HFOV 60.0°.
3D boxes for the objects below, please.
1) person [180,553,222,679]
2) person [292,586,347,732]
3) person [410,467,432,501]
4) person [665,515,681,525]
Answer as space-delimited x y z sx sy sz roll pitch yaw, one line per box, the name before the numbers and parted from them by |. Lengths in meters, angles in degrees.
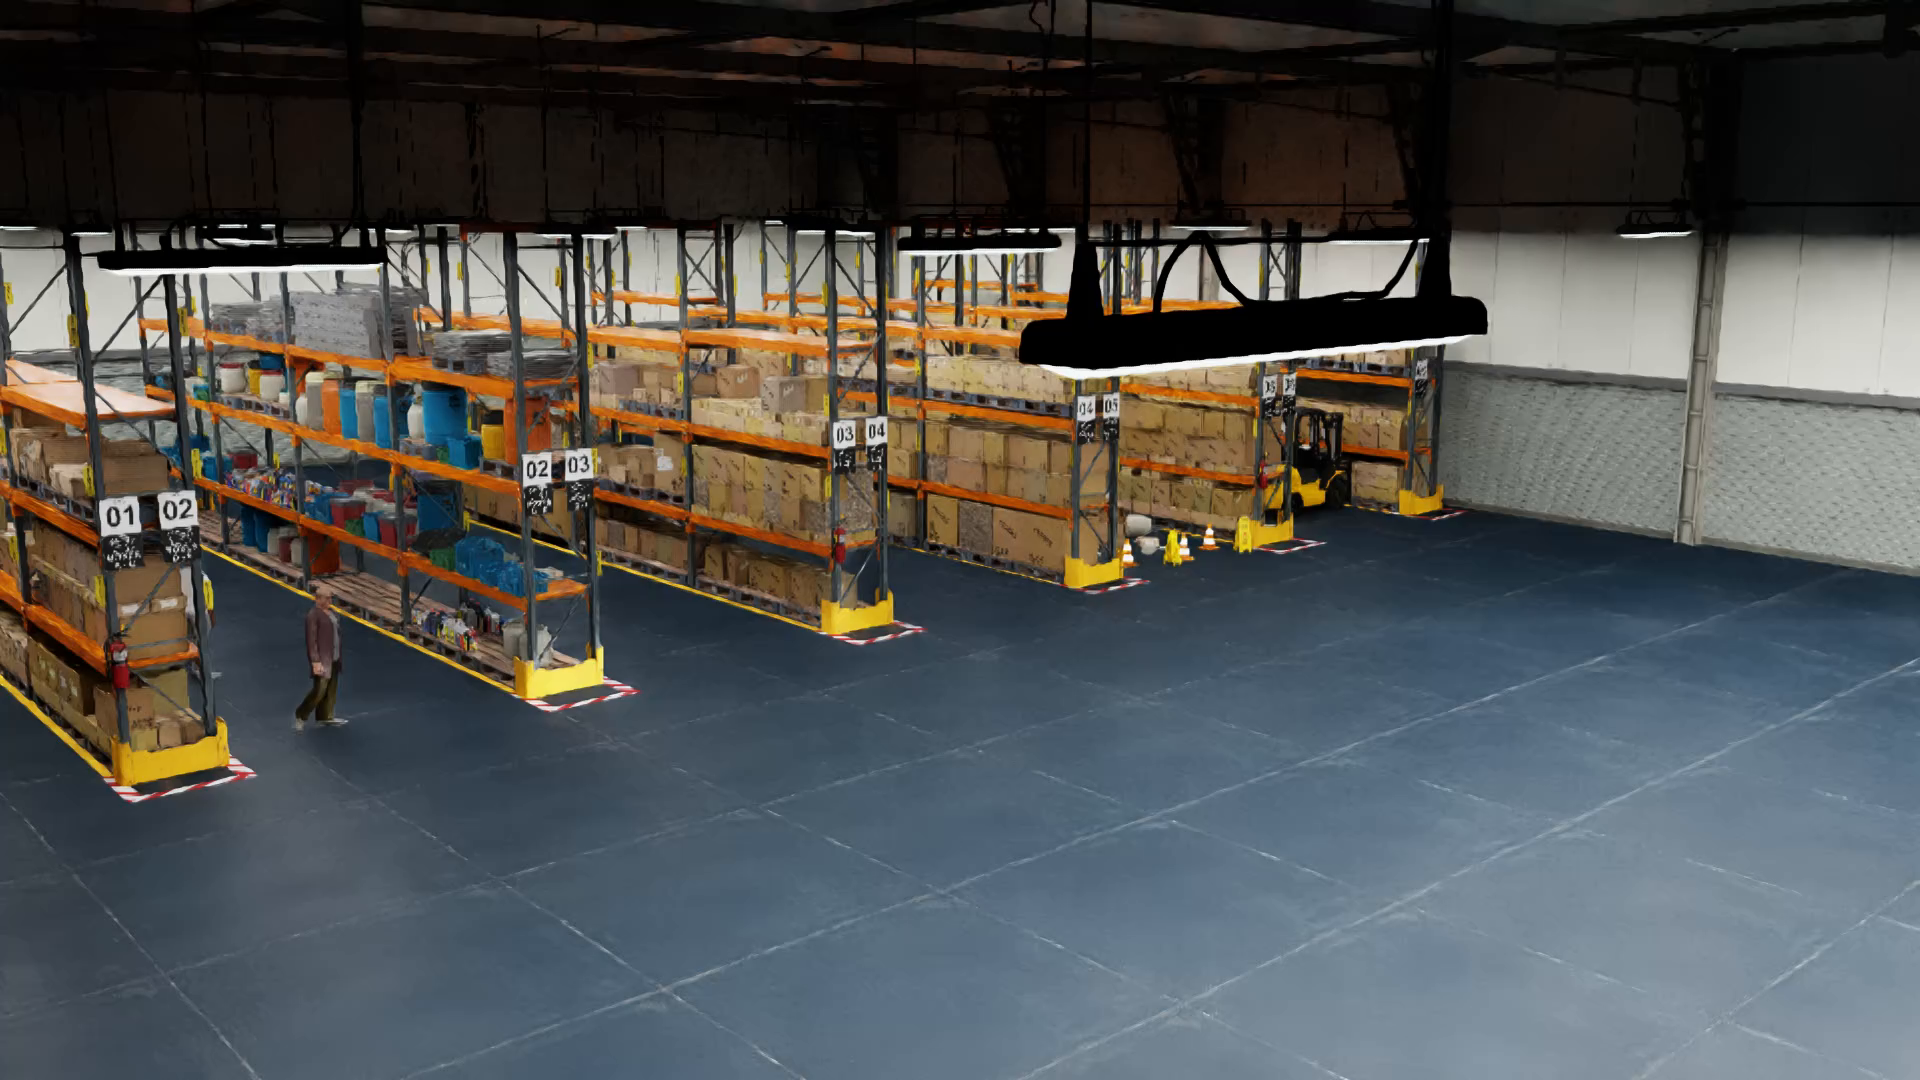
person | -10.317 0.964 22.530 0.649 1.772 0.463 5 12 23
person | -7.828 1.447 20.210 0.545 1.769 0.770 2 12 10
person | -10.683 -0.998 33.038 0.479 1.465 1.090 -9 14 -38
person | -5.730 -1.062 32.903 0.492 1.671 0.435 5 12 23
